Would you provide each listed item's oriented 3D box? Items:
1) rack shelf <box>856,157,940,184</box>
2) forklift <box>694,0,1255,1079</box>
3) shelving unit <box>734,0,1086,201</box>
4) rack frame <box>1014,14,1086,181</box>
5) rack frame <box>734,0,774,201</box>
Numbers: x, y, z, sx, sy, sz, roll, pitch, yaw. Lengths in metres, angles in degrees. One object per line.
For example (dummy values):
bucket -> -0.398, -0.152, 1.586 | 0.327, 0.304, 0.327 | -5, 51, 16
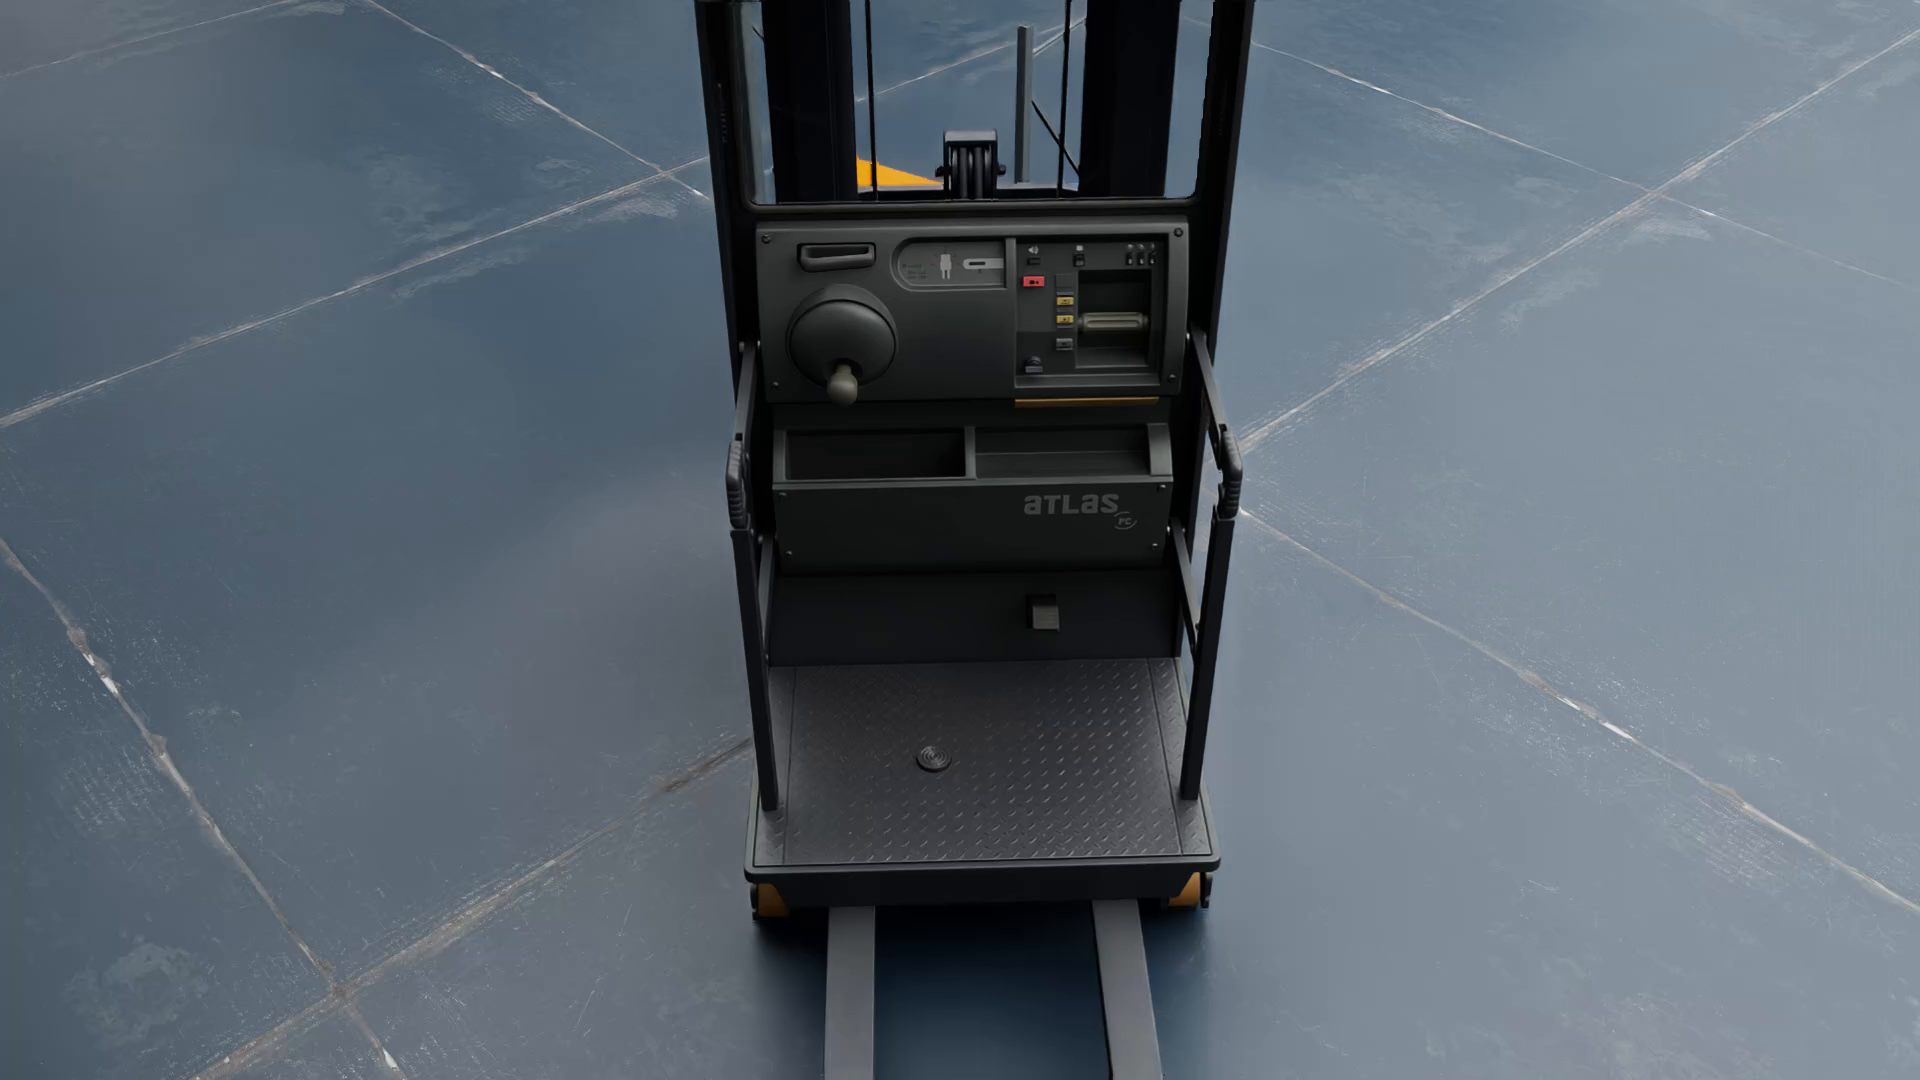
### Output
rack shelf -> -0.125, -1.015, 5.599 | 1.000, 0.185, 0.538 | 22, 44, 25
forklift -> 0.038, -0.420, 3.437 | 1.130, 2.935, 3.031 | -1, 39, -1
shelving unit -> -0.133, -1.158, 5.490 | 1.083, 1.500, 0.587 | 22, 44, 25
rack frame -> 0.305, -0.984, 5.275 | 0.032, 1.500, 0.500 | 22, 44, 25
rack frame -> -0.555, -1.325, 5.697 | 0.032, 1.500, 0.500 | 22, 44, 25
